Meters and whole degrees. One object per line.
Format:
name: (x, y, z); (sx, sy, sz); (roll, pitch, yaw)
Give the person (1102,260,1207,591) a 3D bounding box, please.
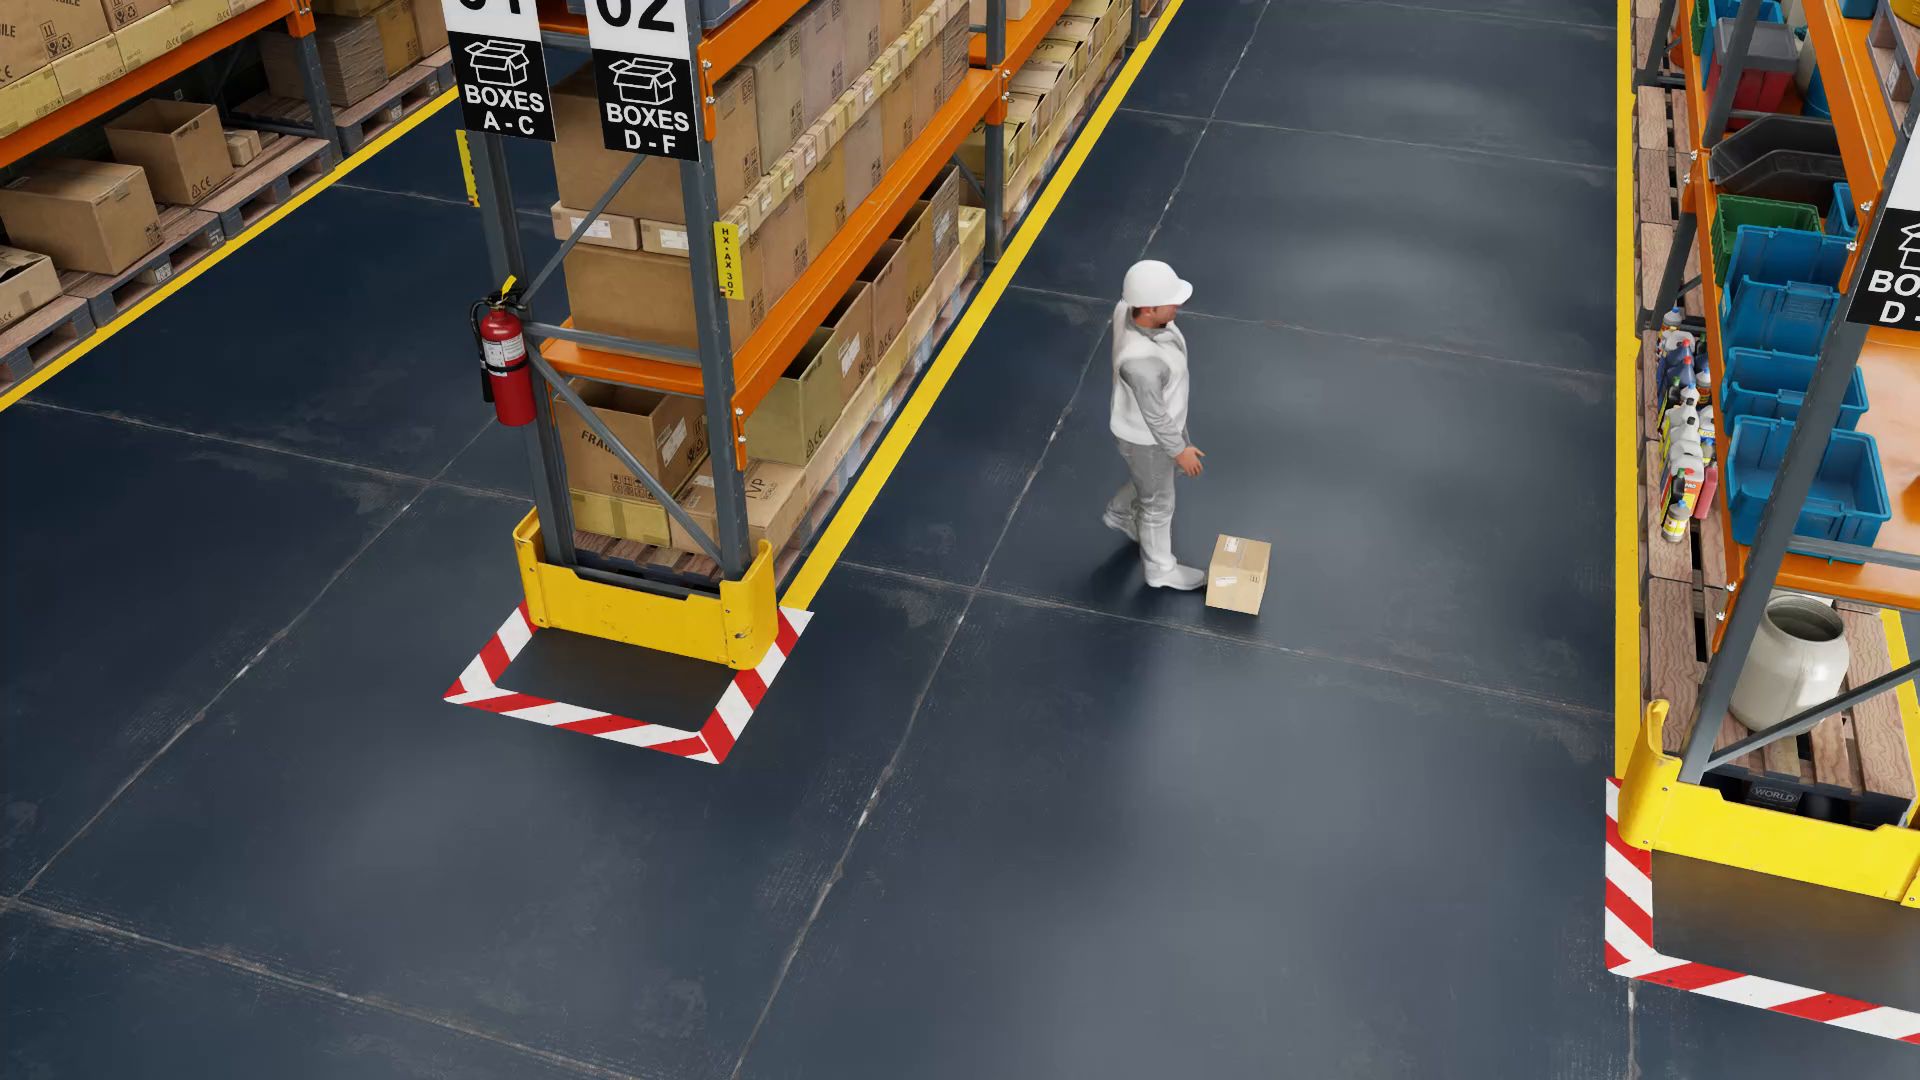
person: (0.927, -0.522, 7.557); (0.541, 1.773, 0.648); (6, 37, 8)
